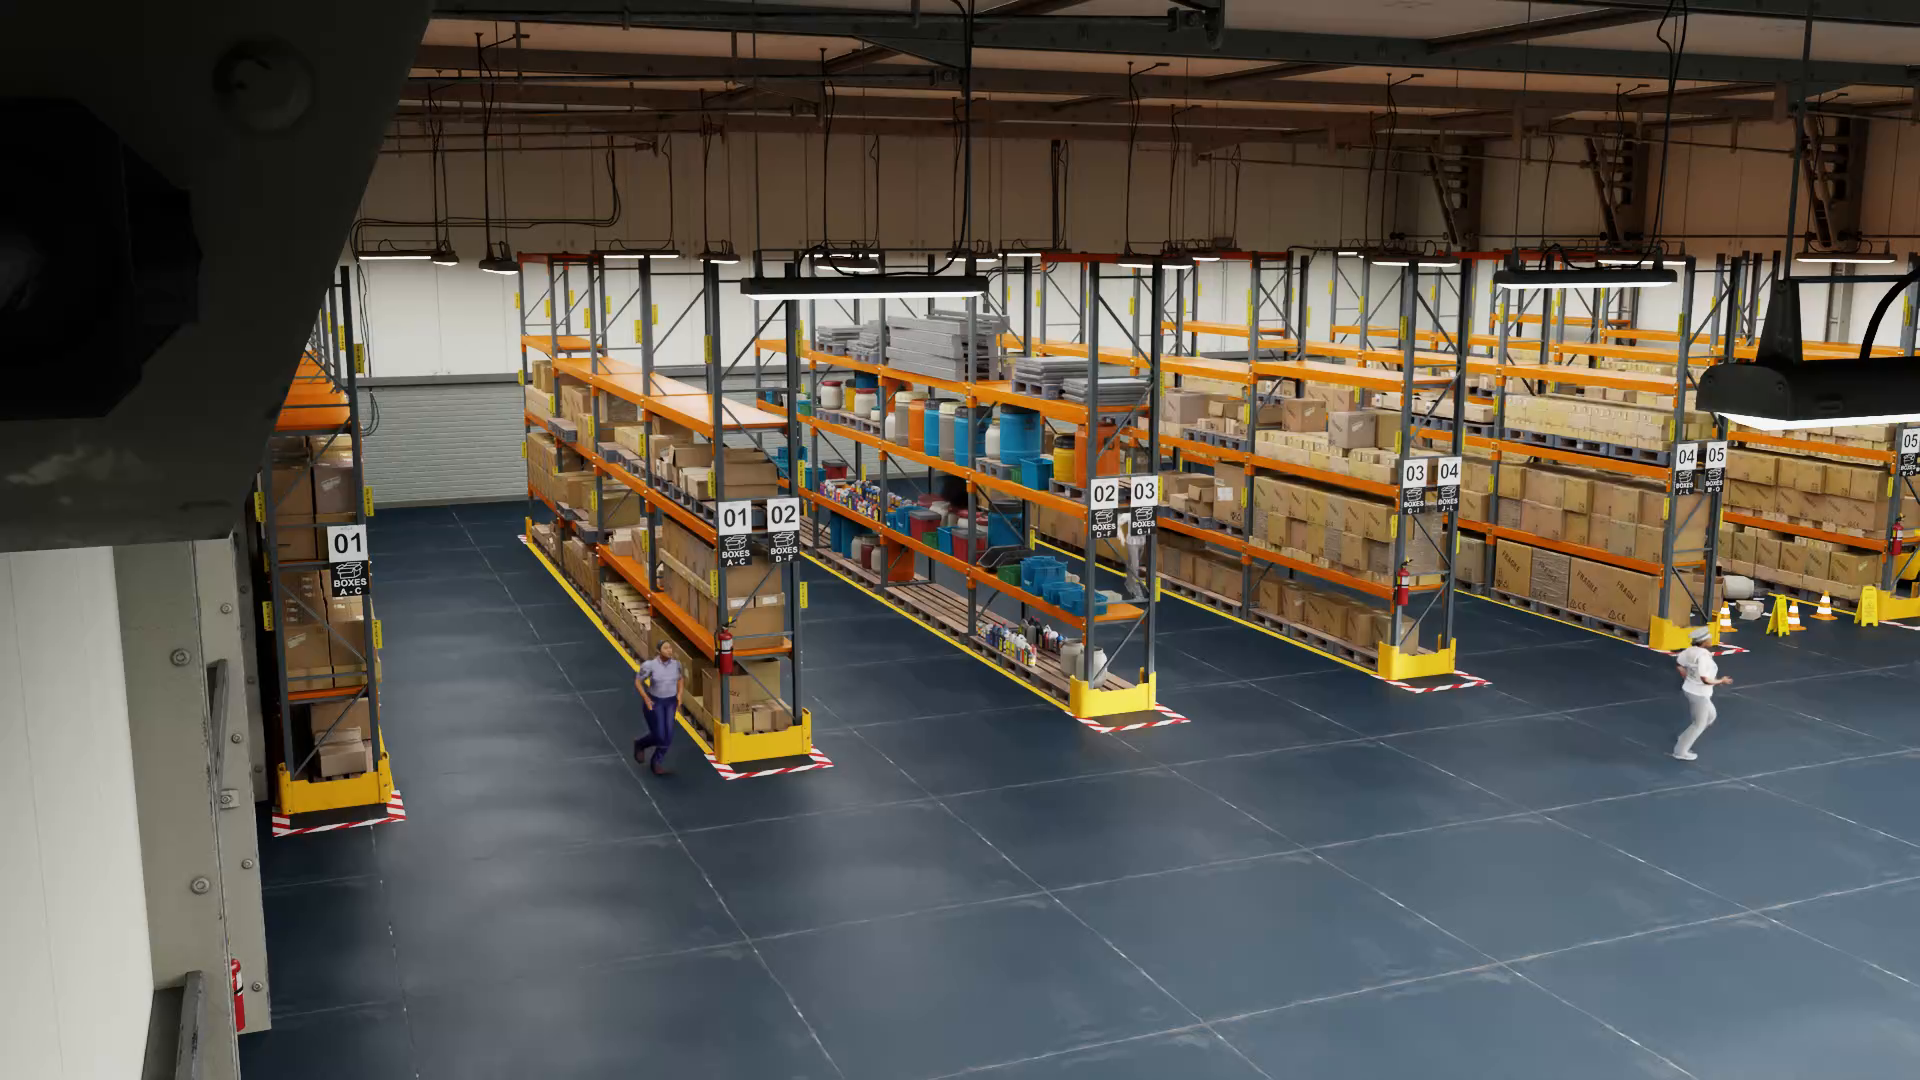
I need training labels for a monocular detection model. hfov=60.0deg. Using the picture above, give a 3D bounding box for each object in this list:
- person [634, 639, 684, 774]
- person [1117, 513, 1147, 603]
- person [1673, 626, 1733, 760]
[{"bbox_3d":[-3.562,1.966,19.893,0.612,1.589,0.540,-9,14,-41],"label":"person"},{"bbox_3d":[2.973,0.118,28.032,0.587,1.762,0.753,-6,12,-30],"label":"person"},{"bbox_3d":[9.030,1.859,20.220,0.611,1.665,0.554,1,10,4],"label":"person"}]
